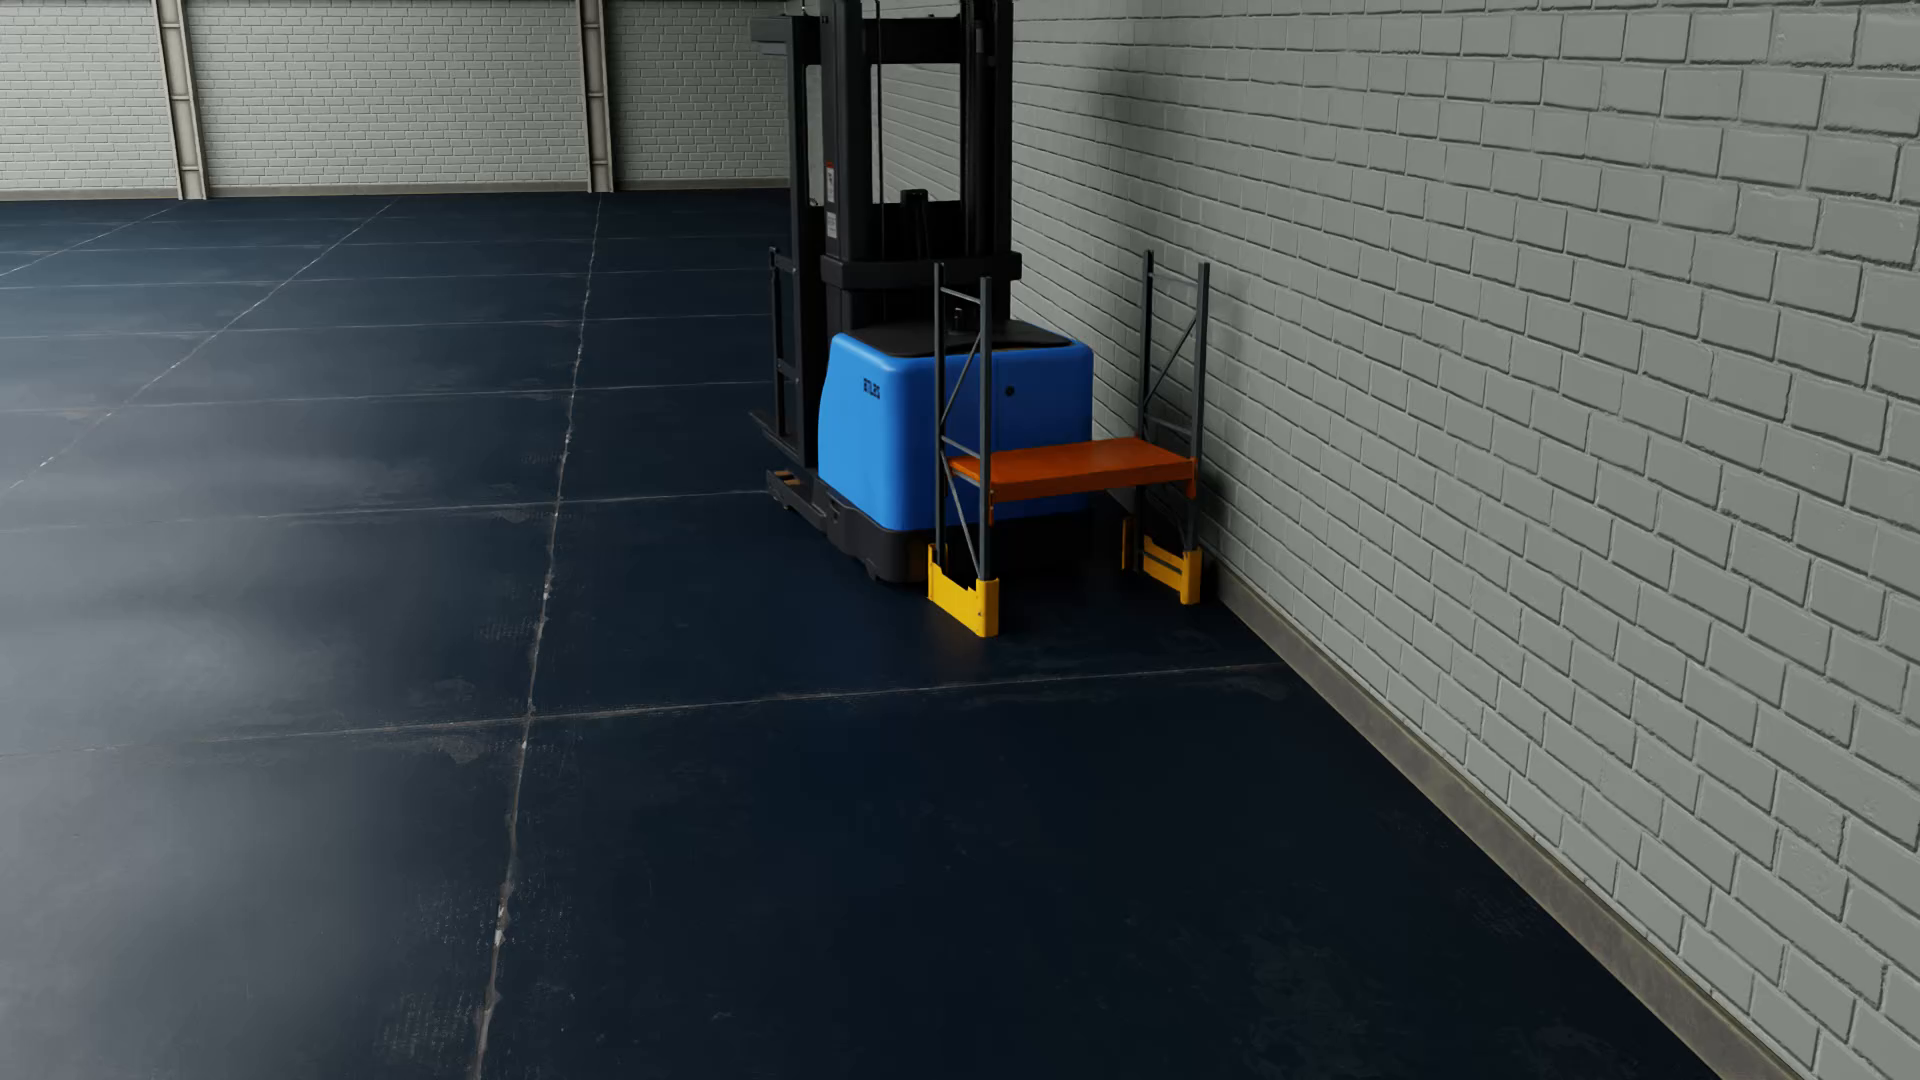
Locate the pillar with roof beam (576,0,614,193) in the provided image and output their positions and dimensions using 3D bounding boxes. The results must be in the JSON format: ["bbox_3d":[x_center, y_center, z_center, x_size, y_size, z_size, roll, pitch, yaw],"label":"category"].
[{"bbox_3d":[-4.830,-8.546,20.810,0.400,9.000,9.100,-3,17,-10],"label":"pillar with roof beam"}]

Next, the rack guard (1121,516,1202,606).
[{"bbox_3d":[0.916,0.090,7.594,0.087,0.250,0.587,-8,19,-23],"label":"rack guard"}]

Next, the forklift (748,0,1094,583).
[{"bbox_3d":[-0.401,-1.599,8.526,1.130,2.935,3.031,-7,18,-21],"label":"forklift"}]

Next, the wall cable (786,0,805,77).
[{"bbox_3d":[-2.504,-8.086,24.600,0.112,2.526,3.097,-3,17,-10],"label":"wall cable"}]

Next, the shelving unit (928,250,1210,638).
[{"bbox_3d":[0.463,-0.447,7.213,1.083,1.500,0.587,-8,19,-23],"label":"shelving unit"}]

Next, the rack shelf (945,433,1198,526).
[{"bbox_3d":[0.471,-0.276,7.269,1.000,0.185,0.538,-8,19,-23],"label":"rack shelf"}]

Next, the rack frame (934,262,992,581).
[{"bbox_3d":[0.009,-0.386,7.014,0.032,1.500,0.500,-8,19,-23],"label":"rack frame"}]

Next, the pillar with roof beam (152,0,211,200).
[{"bbox_3d":[-10.721,-8.212,19.722,0.400,9.000,9.100,-3,17,-10],"label":"pillar with roof beam"}]

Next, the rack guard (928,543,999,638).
[{"bbox_3d":[0.010,0.211,7.198,0.087,0.250,0.587,-8,19,-23],"label":"rack guard"}]

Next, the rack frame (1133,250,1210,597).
[{"bbox_3d":[0.933,-0.510,7.419,0.032,1.500,0.500,-8,19,-23],"label":"rack frame"}]
